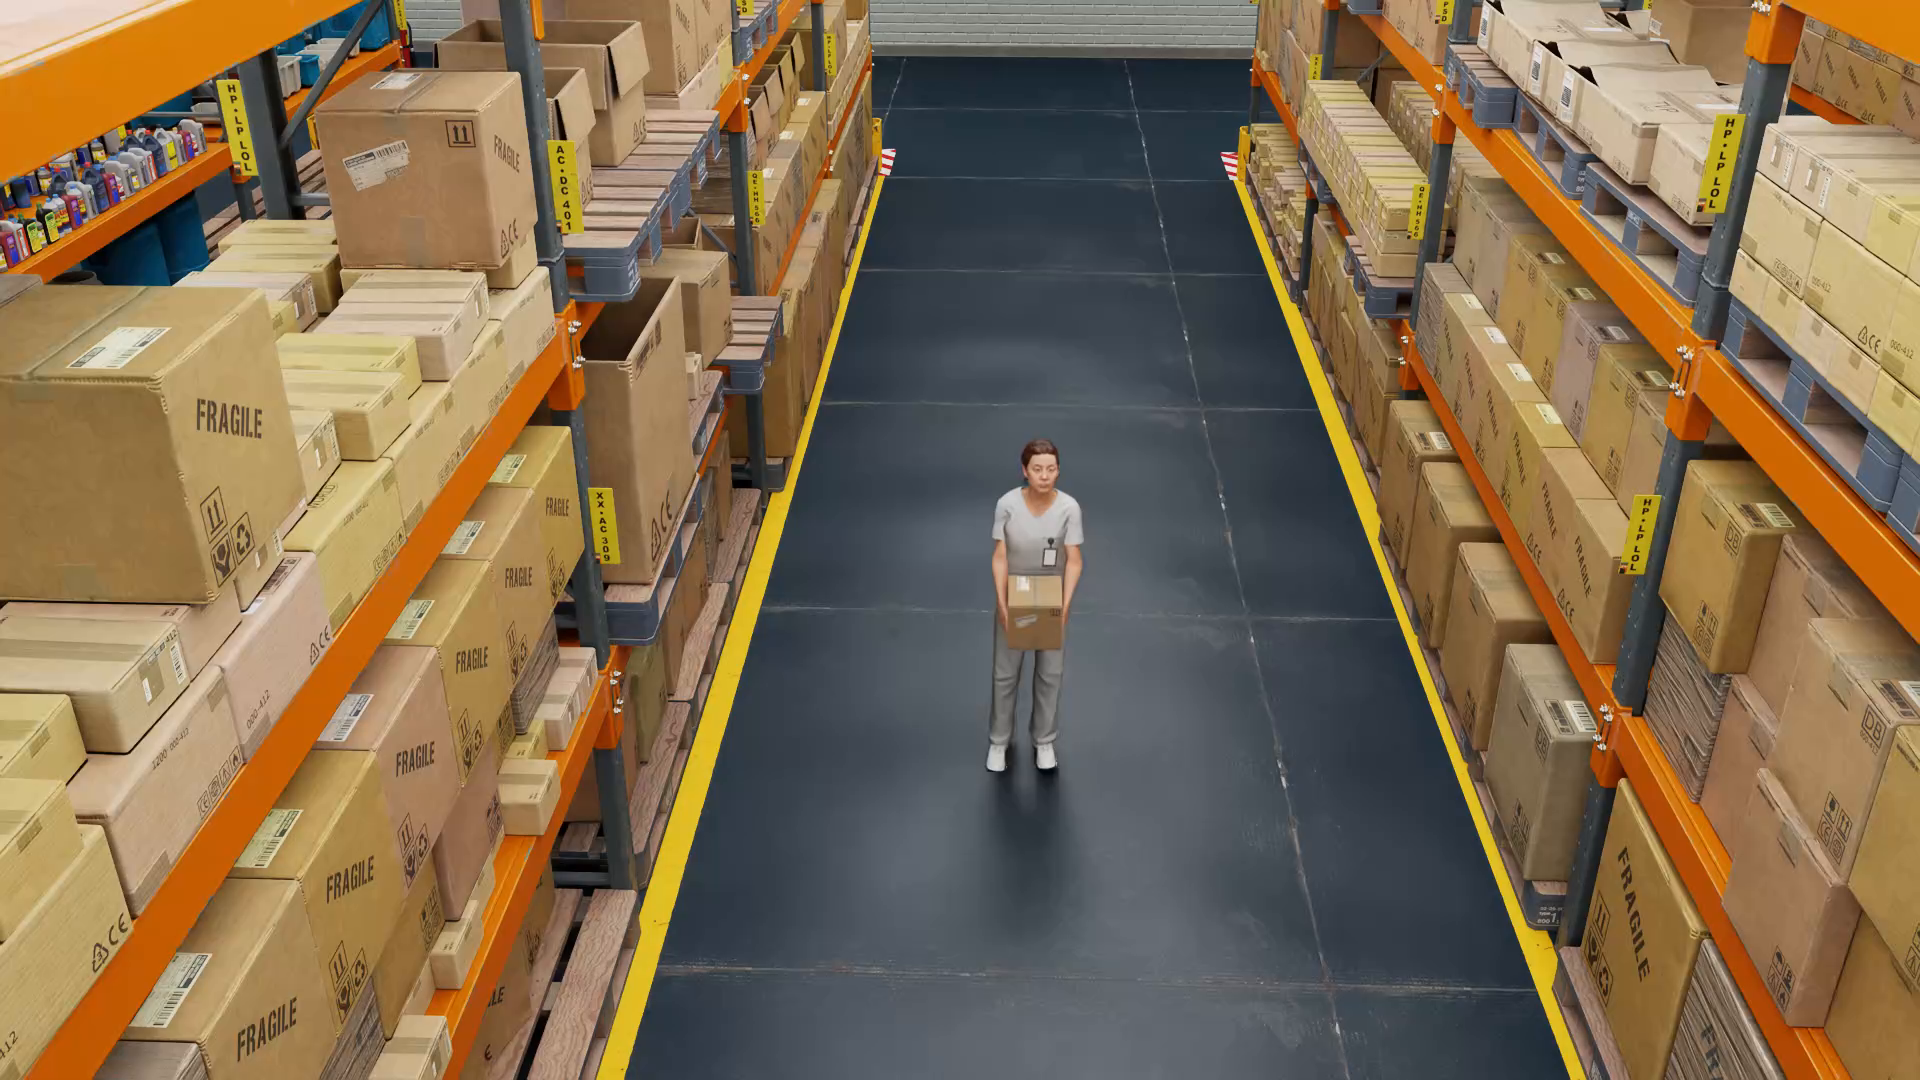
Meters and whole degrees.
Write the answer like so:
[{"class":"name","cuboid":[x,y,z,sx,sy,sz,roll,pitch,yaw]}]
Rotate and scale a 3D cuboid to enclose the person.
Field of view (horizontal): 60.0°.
[{"class":"person","cuboid":[0.363,0.339,7.998,0.452,1.664,0.534,1,28,2]}]
